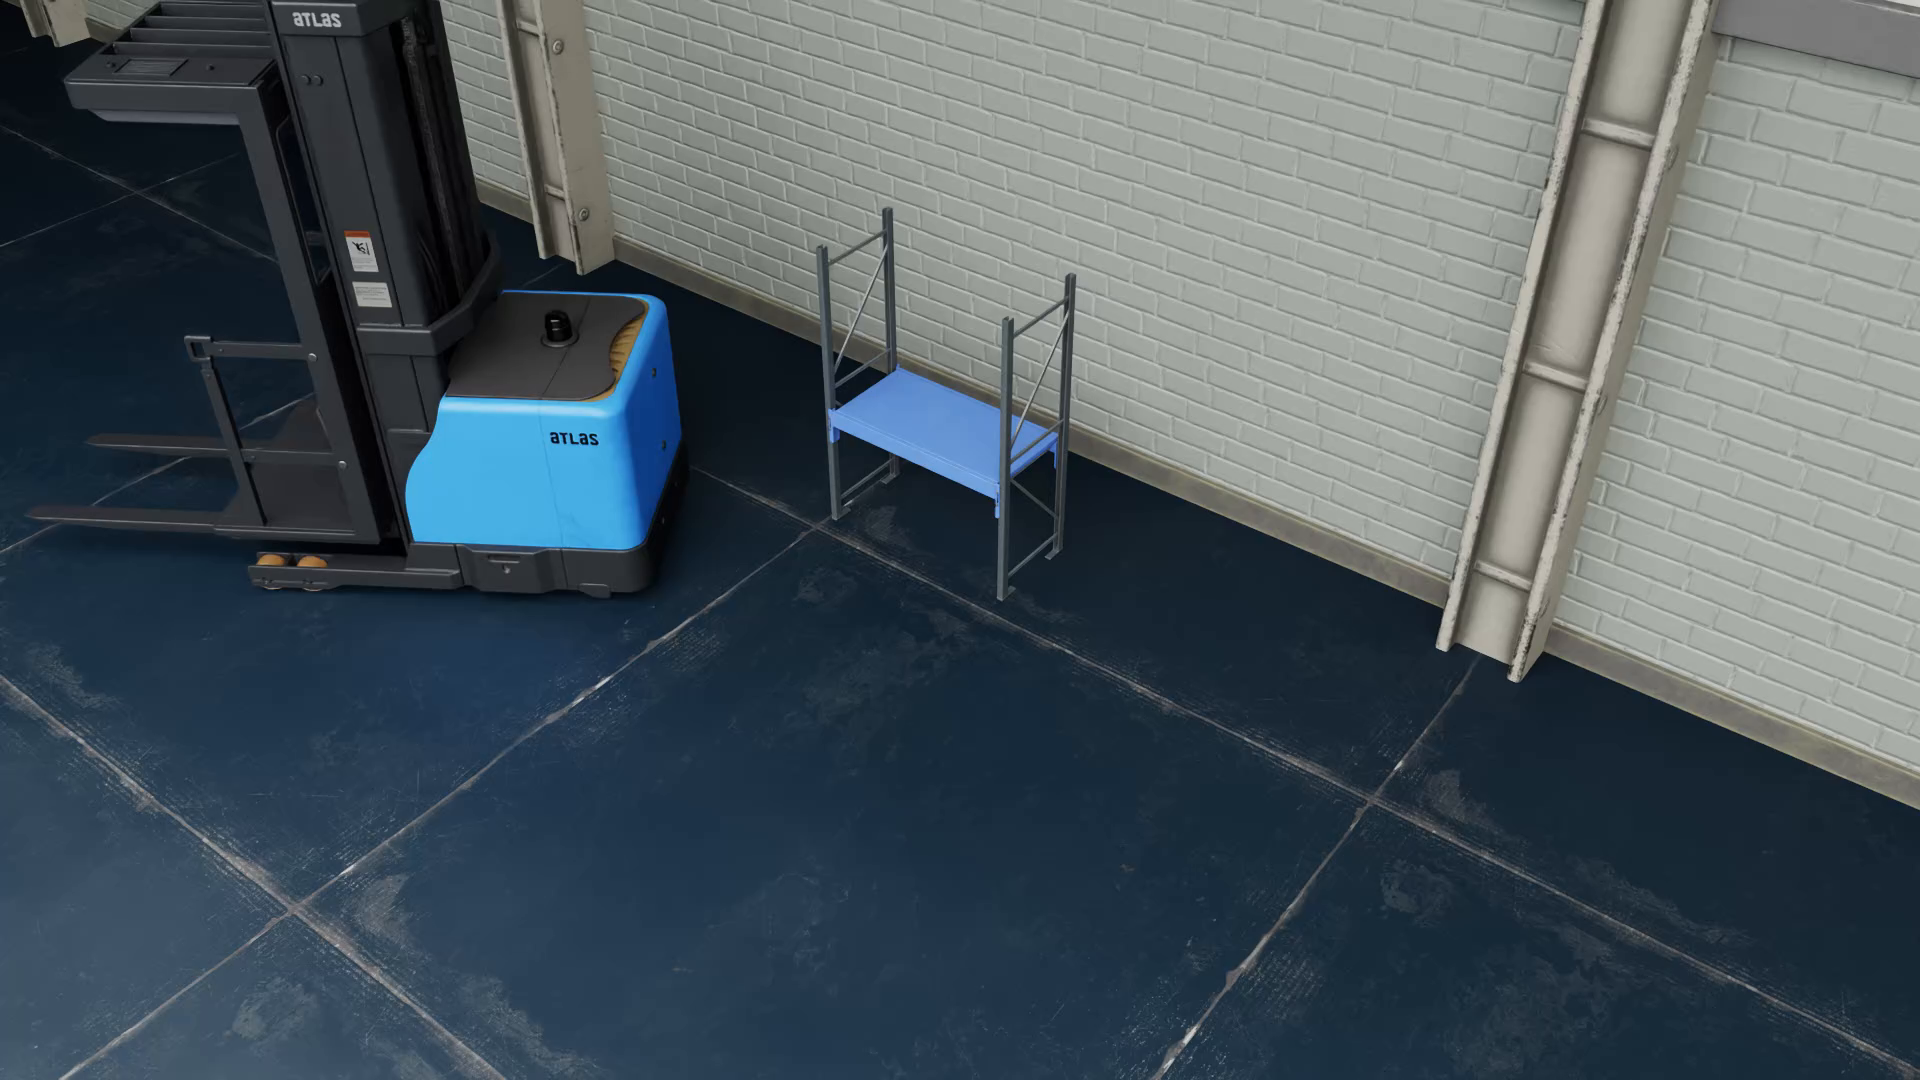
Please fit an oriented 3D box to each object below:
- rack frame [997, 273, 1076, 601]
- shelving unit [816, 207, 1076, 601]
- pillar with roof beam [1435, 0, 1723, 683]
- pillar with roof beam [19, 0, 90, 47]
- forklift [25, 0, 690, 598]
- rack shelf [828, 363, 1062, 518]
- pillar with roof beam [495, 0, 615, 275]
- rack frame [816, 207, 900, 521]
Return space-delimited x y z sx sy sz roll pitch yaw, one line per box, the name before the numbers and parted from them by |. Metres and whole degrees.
rack frame | 0.336 -0.432 7.446 0.032 1.500 0.500 25 45 29
shelving unit | -0.068 -0.622 7.689 1.048 1.500 0.538 25 45 29
pillar with roof beam | -0.224 -0.954 2.030 0.400 9.000 9.100 25 45 29
pillar with roof beam | -9.756 -5.449 7.770 0.400 9.000 9.100 25 45 29
forklift | -2.911 -1.236 7.311 3.031 2.935 1.130 2 38 3
rack shelf | -0.068 -0.481 7.800 1.000 0.185 0.538 25 45 29
pillar with roof beam | -4.990 -3.202 4.900 0.400 9.000 9.100 25 45 29
rack frame | -0.472 -0.813 7.932 0.032 1.500 0.500 25 45 29
